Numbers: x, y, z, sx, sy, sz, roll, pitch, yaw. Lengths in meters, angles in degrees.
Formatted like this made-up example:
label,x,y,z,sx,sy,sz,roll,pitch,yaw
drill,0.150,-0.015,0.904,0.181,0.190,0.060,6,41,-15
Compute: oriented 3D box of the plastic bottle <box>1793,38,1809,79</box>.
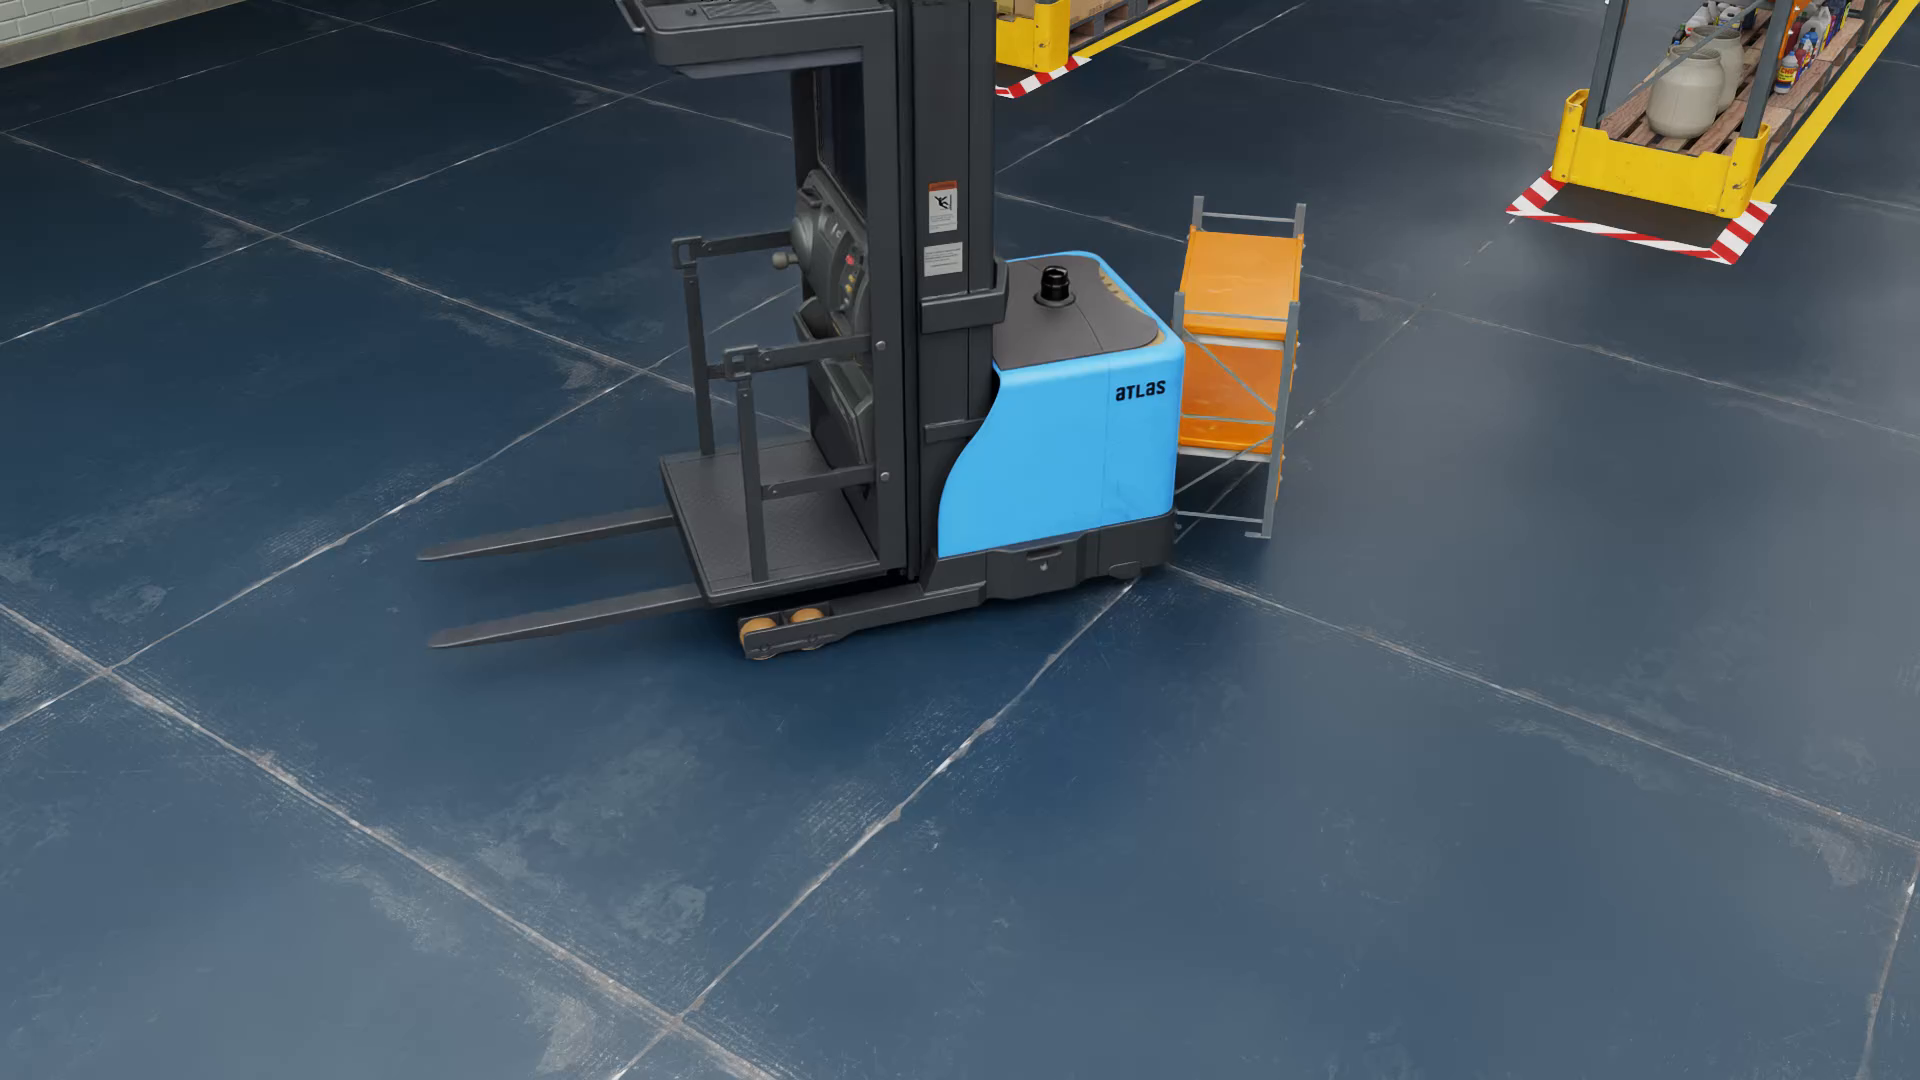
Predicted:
label,x,y,z,sx,sy,sz,roll,pitch,yaw
plastic bottle,5.833,-3.351,11.570,0.097,0.271,0.097,0,34,0

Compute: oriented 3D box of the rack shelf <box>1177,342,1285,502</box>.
label,x,y,z,sx,sy,sz,roll,pitch,yaw
rack shelf,1.211,-0.582,7.543,0.538,0.278,1.000,6,35,9

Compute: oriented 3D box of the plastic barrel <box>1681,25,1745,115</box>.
label,x,y,z,sx,sy,sz,roll,pitch,yaw
plastic barrel,4.946,-3.108,11.014,0.421,0.512,0.421,0,34,0

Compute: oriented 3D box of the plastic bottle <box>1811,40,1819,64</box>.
label,x,y,z,sx,sy,sz,roll,pitch,yaw
plastic bottle,6.063,-3.508,11.865,0.097,0.201,0.097,0,34,0

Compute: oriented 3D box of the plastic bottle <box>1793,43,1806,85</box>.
label,x,y,z,sx,sy,sz,roll,pitch,yaw
plastic bottle,5.781,-3.297,11.479,0.061,0.283,0.133,22,40,29

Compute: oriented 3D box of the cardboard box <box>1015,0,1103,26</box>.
label,x,y,z,sx,sy,sz,roll,pitch,yaw
cardboard box,0.769,-4.201,12.864,0.500,0.250,0.500,21,39,28

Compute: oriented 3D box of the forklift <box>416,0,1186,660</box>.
label,x,y,z,sx,sy,sz,roll,pitch,yaw
forklift,-0.676,-1.075,6.223,3.031,2.935,1.130,-11,36,-15

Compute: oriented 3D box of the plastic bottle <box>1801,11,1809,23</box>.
label,x,y,z,sx,sy,sz,roll,pitch,yaw
plastic bottle,6.105,-3.700,12.075,0.061,0.283,0.133,21,39,28

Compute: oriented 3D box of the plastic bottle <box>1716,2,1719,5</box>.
label,x,y,z,sx,sy,sz,roll,pitch,yaw
plastic bottle,5.591,-3.916,12.395,0.061,0.283,0.133,23,40,30

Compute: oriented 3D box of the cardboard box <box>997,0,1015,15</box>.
label,x,y,z,sx,sy,sz,roll,pitch,yaw
cardboard box,0.343,-4.366,13.109,0.500,0.250,0.500,21,39,28

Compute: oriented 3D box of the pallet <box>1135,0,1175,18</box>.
label,x,y,z,sx,sy,sz,roll,pitch,yaw
pallet,1.378,-4.760,14.100,1.003,0.211,1.213,21,39,28

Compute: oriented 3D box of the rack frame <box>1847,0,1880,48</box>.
label,x,y,z,sx,sy,sz,roll,pitch,yaw
rack frame,6.628,-5.247,12.331,1.000,3.000,0.127,21,39,28

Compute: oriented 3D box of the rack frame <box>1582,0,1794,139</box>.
label,x,y,z,sx,sy,sz,roll,pitch,yaw
rack frame,4.347,-3.406,9.609,1.000,3.000,0.127,21,39,28

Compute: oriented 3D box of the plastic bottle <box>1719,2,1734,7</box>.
label,x,y,z,sx,sy,sz,roll,pitch,yaw
plastic bottle,5.719,-4.006,12.468,0.144,0.351,0.185,20,39,26

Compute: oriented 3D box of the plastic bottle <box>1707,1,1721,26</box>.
label,x,y,z,sx,sy,sz,roll,pitch,yaw
plastic bottle,5.477,-3.811,12.179,0.144,0.351,0.185,21,39,28

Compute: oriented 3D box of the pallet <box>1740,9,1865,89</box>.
label,x,y,z,sx,sy,sz,roll,pitch,yaw
pallet,6.211,-3.796,12.675,1.003,0.211,1.213,21,39,28

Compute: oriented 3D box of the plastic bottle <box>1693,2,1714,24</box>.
label,x,y,z,sx,sy,sz,roll,pitch,yaw
plastic bottle,5.371,-3.725,12.053,0.144,0.351,0.185,23,40,30

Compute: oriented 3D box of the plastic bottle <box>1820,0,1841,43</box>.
label,x,y,z,sx,sy,sz,roll,pitch,yaw
plastic bottle,6.388,-3.855,12.245,0.144,0.351,0.185,19,39,26

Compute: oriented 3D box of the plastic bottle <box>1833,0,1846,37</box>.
label,x,y,z,sx,sy,sz,roll,pitch,yaw
plastic bottle,6.498,-3.944,12.376,0.144,0.351,0.185,20,39,27

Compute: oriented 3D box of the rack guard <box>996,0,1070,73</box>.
label,x,y,z,sx,sy,sz,roll,pitch,yaw
rack guard,0.267,-3.944,12.635,1.175,0.500,0.348,21,39,28

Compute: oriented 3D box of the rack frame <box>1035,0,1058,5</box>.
label,x,y,z,sx,sy,sz,roll,pitch,yaw
rack frame,0.280,-4.990,11.951,1.000,3.000,0.127,21,39,28

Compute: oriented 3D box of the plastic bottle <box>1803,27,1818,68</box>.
label,x,y,z,sx,sy,sz,roll,pitch,yaw
plastic bottle,6.005,-3.490,11.776,0.097,0.271,0.097,0,34,0

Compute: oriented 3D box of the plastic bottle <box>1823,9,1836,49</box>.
label,x,y,z,sx,sy,sz,roll,pitch,yaw
plastic bottle,6.330,-3.739,12.134,0.061,0.283,0.133,24,41,31

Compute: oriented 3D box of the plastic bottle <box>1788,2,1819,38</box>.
label,x,y,z,sx,sy,sz,roll,pitch,yaw
plastic bottle,6.252,-3.860,12.319,0.152,0.276,0.135,21,39,28

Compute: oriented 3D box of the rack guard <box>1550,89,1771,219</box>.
label,x,y,z,sx,sy,sz,roll,pitch,yaw
rack guard,4.352,-2.421,10.383,1.175,0.500,0.348,21,39,28

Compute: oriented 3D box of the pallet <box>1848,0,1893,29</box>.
label,x,y,z,sx,sy,sz,roll,pitch,yaw
pallet,7.044,-4.466,13.665,1.003,0.211,1.213,21,39,28

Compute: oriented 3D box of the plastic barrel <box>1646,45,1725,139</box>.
label,x,y,z,sx,sy,sz,roll,pitch,yaw
plastic barrel,4.660,-2.877,10.673,0.421,0.512,0.421,0,34,0

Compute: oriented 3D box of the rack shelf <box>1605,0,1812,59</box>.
label,x,y,z,sx,sy,sz,roll,pitch,yaw
rack shelf,5.488,-4.029,11.172,1.077,0.370,4.000,21,39,28

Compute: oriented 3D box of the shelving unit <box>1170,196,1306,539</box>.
label,x,y,z,sx,sy,sz,roll,pitch,yaw
shelving unit,1.211,-0.784,7.406,0.538,1.125,1.048,6,35,9

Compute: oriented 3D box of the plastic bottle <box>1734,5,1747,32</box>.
label,x,y,z,sx,sy,sz,roll,pitch,yaw
plastic bottle,5.843,-3.955,12.463,0.097,0.271,0.097,0,34,0

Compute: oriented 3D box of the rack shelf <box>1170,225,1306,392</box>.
label,x,y,z,sx,sy,sz,roll,pitch,yaw
rack shelf,1.211,-1.027,7.242,0.538,0.278,1.000,6,35,9

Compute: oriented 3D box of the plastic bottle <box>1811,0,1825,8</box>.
label,x,y,z,sx,sy,sz,roll,pitch,yaw
plastic bottle,6.379,-3.990,12.444,0.144,0.351,0.185,21,39,28

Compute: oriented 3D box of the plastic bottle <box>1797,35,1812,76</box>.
label,x,y,z,sx,sy,sz,roll,pitch,yaw
plastic bottle,5.890,-3.397,11.638,0.097,0.271,0.097,0,34,0

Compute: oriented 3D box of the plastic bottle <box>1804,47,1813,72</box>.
label,x,y,z,sx,sy,sz,roll,pitch,yaw
plastic bottle,5.946,-3.414,11.725,0.097,0.201,0.097,0,34,0

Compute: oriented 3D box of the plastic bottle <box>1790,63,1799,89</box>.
label,x,y,z,sx,sy,sz,roll,pitch,yaw
plastic bottle,5.696,-3.212,11.427,0.097,0.201,0.097,0,34,0

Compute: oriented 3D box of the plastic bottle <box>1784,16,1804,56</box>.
label,x,y,z,sx,sy,sz,roll,pitch,yaw
plastic bottle,6.020,-3.639,11.985,0.061,0.283,0.133,21,39,28

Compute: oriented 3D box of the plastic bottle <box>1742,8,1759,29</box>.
label,x,y,z,sx,sy,sz,roll,pitch,yaw
plastic bottle,5.945,-4.047,12.529,0.144,0.351,0.185,21,39,28

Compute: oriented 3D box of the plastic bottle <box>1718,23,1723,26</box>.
label,x,y,z,sx,sy,sz,roll,pitch,yaw
plastic bottle,5.495,-3.645,12.067,0.097,0.201,0.097,0,34,0

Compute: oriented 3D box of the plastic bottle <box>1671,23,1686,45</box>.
label,x,y,z,sx,sy,sz,roll,pitch,yaw
plastic bottle,5.086,-3.508,11.792,0.061,0.283,0.133,22,40,29

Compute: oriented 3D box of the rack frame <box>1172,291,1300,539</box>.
label,x,y,z,sx,sy,sz,roll,pitch,yaw
rack frame,1.113,-0.505,6.992,0.500,1.125,0.032,6,35,9

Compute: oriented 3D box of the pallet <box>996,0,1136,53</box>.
label,x,y,z,sx,sy,sz,roll,pitch,yaw
pallet,0.682,-4.200,13.273,1.003,0.211,1.213,21,39,28

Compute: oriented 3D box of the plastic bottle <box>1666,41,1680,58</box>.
label,x,y,z,sx,sy,sz,roll,pitch,yaw
plastic bottle,5.034,-3.415,11.727,0.097,0.201,0.097,0,34,0

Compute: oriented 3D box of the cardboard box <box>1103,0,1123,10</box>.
label,x,y,z,sx,sy,sz,roll,pitch,yaw
cardboard box,1.051,-4.432,13.206,0.500,0.250,0.500,21,39,28

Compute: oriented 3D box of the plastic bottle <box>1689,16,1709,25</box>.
label,x,y,z,sx,sy,sz,roll,pitch,yaw
plastic bottle,5.280,-3.617,11.959,0.152,0.276,0.135,20,39,27

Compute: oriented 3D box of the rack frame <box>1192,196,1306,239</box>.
label,x,y,z,sx,sy,sz,roll,pitch,yaw
rack frame,1.309,-1.064,7.819,0.500,1.125,0.032,6,35,9

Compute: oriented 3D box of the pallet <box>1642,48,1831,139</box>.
label,x,y,z,sx,sy,sz,roll,pitch,yaw
pallet,5.516,-3.232,11.841,1.003,0.211,1.213,21,39,28

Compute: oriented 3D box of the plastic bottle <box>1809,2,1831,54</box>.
label,x,y,z,sx,sy,sz,roll,pitch,yaw
plastic bottle,6.204,-3.707,12.025,0.144,0.351,0.185,21,39,28

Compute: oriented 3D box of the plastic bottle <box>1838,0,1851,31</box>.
label,x,y,z,sx,sy,sz,roll,pitch,yaw
plastic bottle,6.625,-3.977,12.486,0.061,0.283,0.133,23,41,30

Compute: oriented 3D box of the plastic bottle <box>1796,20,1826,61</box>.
label,x,y,z,sx,sy,sz,roll,pitch,yaw
plastic bottle,6.108,-3.602,11.938,0.152,0.276,0.135,22,40,29

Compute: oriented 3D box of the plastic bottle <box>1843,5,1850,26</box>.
label,x,y,z,sx,sy,sz,roll,pitch,yaw
plastic bottle,6.677,-4.004,12.598,0.097,0.201,0.097,0,34,0

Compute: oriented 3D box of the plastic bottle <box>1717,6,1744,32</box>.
label,x,y,z,sx,sy,sz,roll,pitch,yaw
plastic bottle,5.613,-3.744,12.147,0.152,0.276,0.135,21,39,28

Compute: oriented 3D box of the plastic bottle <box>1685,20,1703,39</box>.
label,x,y,z,sx,sy,sz,roll,pitch,yaw
plastic bottle,5.201,-3.553,11.864,0.152,0.276,0.135,22,40,29

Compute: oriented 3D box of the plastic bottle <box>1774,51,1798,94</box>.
label,x,y,z,sx,sy,sz,roll,pitch,yaw
plastic bottle,5.637,-3.193,11.337,0.097,0.271,0.097,0,34,0

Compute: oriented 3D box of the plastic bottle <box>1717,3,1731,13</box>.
label,x,y,z,sx,sy,sz,roll,pitch,yaw
plastic bottle,5.666,-3.894,12.373,0.097,0.271,0.097,0,34,0

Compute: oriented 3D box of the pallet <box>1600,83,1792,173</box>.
label,x,y,z,sx,sy,sz,roll,pitch,yaw
pallet,4.820,-2.673,11.015,1.003,0.211,1.213,21,39,28

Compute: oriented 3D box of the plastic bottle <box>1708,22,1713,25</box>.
label,x,y,z,sx,sy,sz,roll,pitch,yaw
plastic bottle,5.288,-3.522,11.813,0.061,0.283,0.133,21,39,28
